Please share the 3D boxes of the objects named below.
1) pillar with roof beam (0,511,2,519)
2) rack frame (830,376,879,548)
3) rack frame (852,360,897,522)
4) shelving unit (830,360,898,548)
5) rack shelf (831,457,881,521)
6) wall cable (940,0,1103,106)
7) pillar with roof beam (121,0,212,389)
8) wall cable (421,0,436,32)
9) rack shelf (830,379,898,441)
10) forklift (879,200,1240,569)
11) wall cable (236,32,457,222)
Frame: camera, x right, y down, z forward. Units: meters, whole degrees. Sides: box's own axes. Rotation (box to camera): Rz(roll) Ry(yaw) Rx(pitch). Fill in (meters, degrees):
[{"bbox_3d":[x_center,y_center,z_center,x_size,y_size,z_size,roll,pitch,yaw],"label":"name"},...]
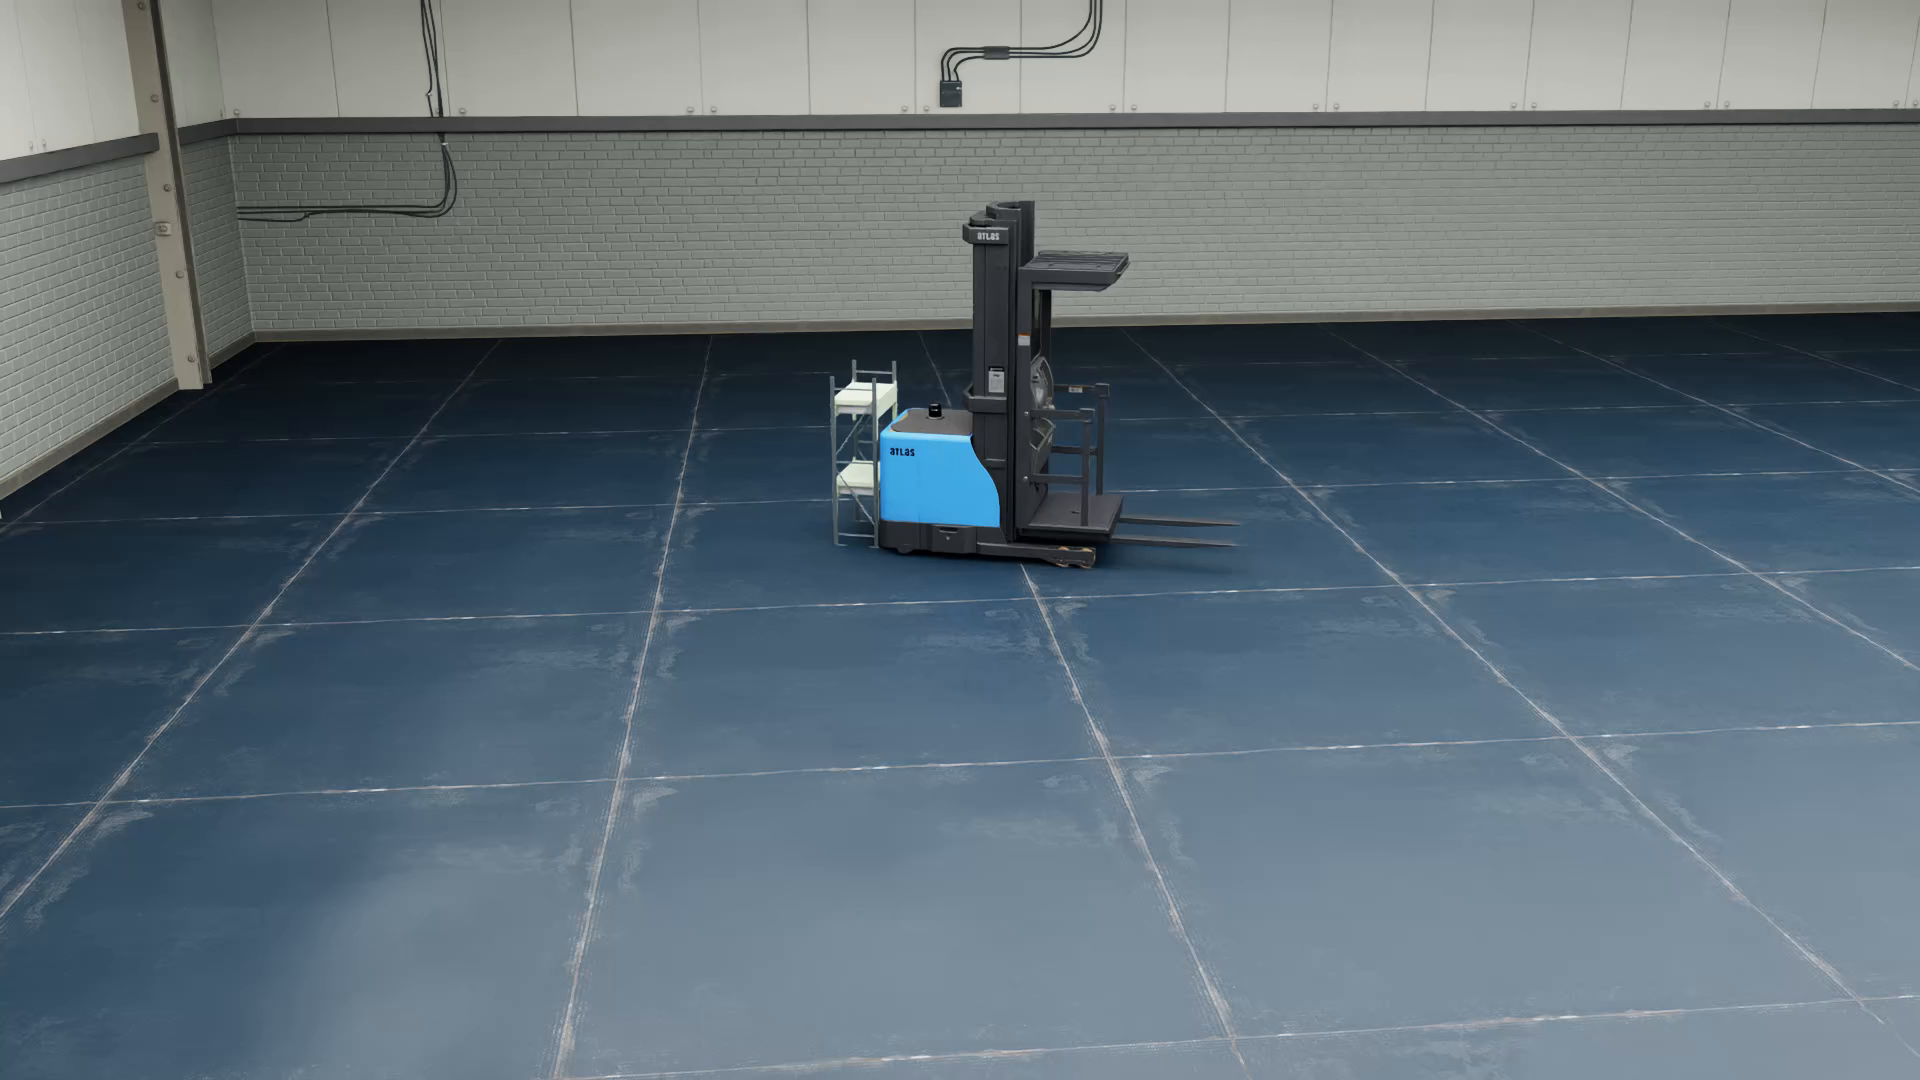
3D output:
[{"bbox_3d":[-4.687,-4.569,14.208,9.100,9.000,0.400,-2,18,-6],"label":"pillar with roof beam"},{"bbox_3d":[-0.903,-0.659,14.273,0.400,1.500,0.023,3,18,11],"label":"rack frame"},{"bbox_3d":[-0.760,-0.874,14.958,0.400,1.500,0.023,3,18,11],"label":"rack frame"},{"bbox_3d":[-0.832,-0.767,14.615,0.431,1.500,0.755,3,18,11],"label":"shelving unit"},{"bbox_3d":[-0.832,-0.456,14.713,0.431,0.370,0.720,3,18,11],"label":"rack shelf"},{"bbox_3d":[0.868,-9.054,22.814,2.305,6.003,0.169,-2,18,-6],"label":"wall cable"},{"bbox_3d":[-5.306,-6.357,19.902,9.100,9.000,0.400,-2,18,-6],"label":"pillar with roof beam"},{"bbox_3d":[-5.885,-8.154,22.379,3.097,2.526,0.112,-2,18,-6],"label":"wall cable"},{"bbox_3d":[-0.832,-1.139,14.498,0.431,0.370,0.720,3,18,11],"label":"rack shelf"},{"bbox_3d":[0.879,-1.333,14.028,3.031,2.935,1.130,4,18,11],"label":"forklift"},{"bbox_3d":[-8.576,-5.661,22.870,3.097,2.526,0.112,-2,18,-6],"label":"wall cable"}]
